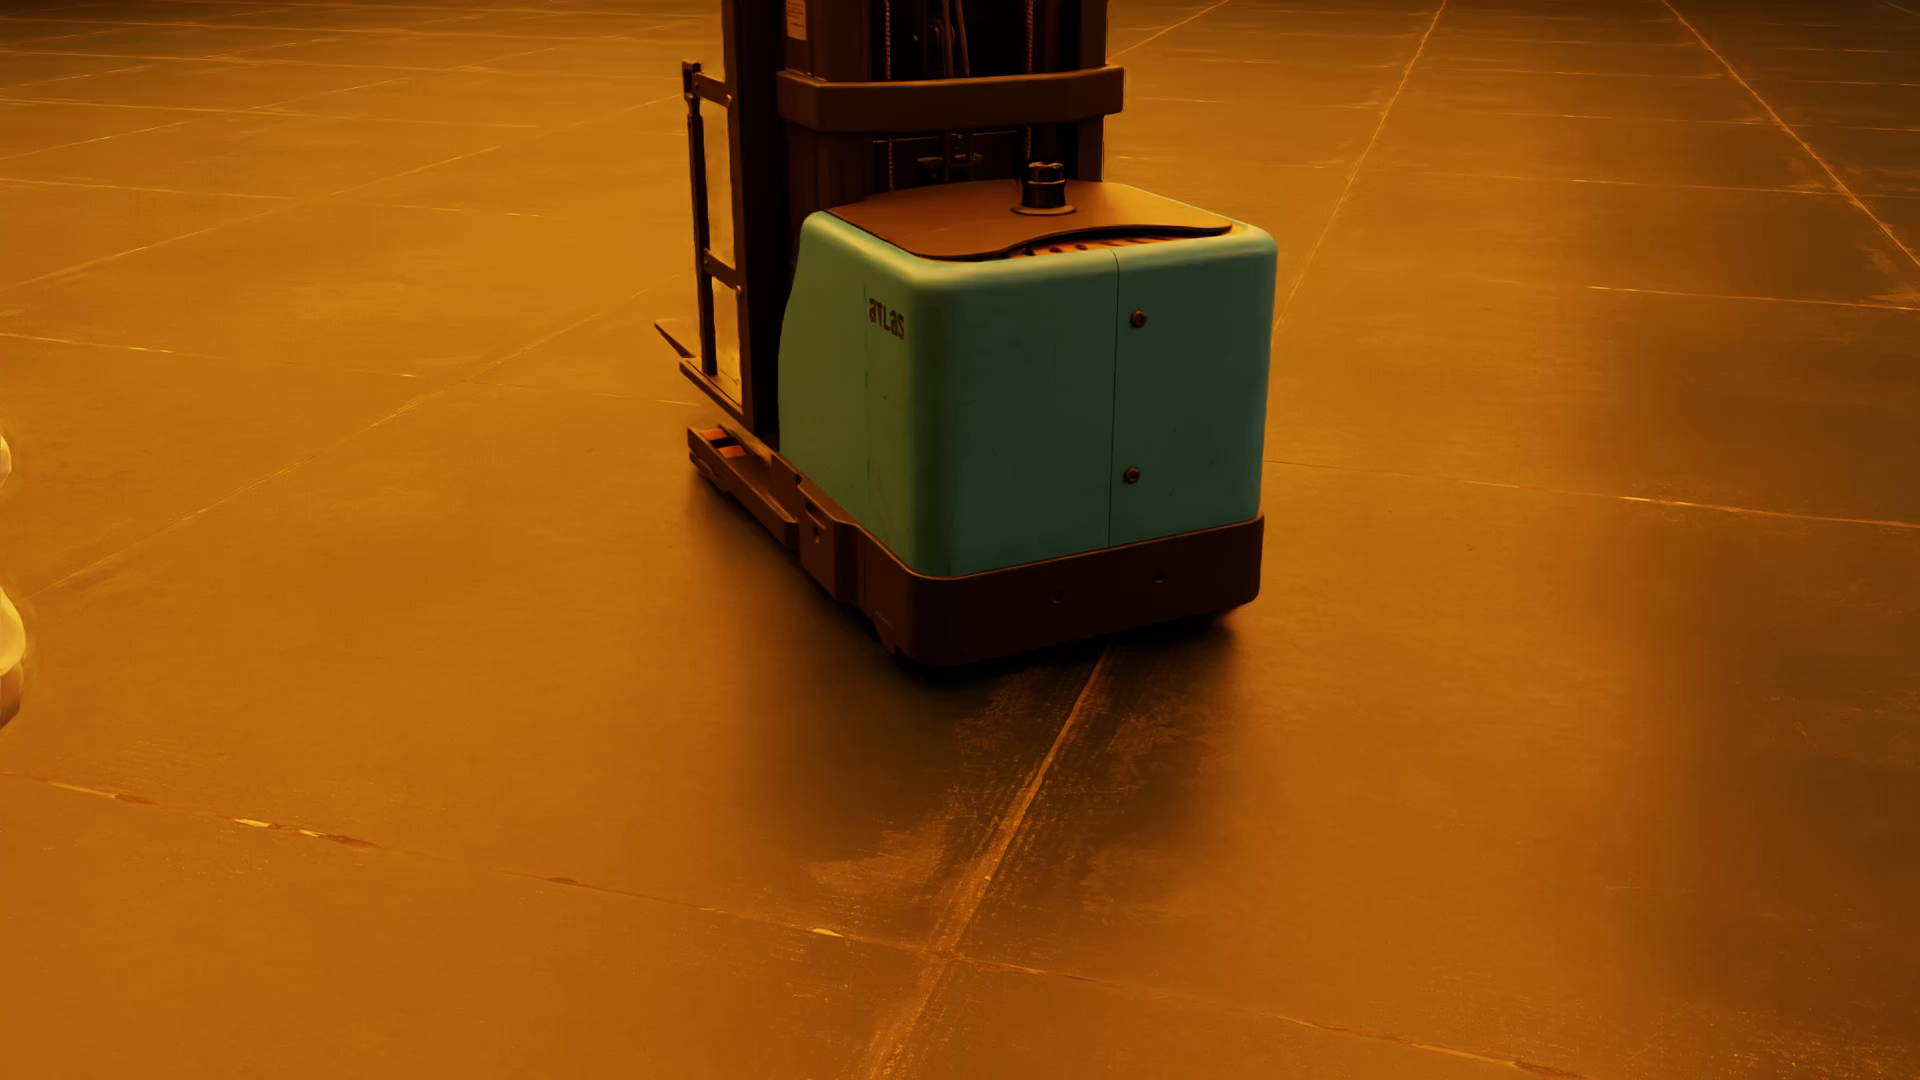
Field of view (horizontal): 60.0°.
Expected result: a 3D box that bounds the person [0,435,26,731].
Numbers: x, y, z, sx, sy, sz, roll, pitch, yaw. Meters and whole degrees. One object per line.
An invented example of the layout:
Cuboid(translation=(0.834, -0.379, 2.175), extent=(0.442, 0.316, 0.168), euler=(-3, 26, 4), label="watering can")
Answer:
Cuboid(translation=(-1.743, 0.253, 2.444), extent=(0.650, 1.613, 0.729), euler=(3, 23, 8), label="person")

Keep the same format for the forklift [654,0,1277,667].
Cuboid(translation=(-0.268, -1.564, 5.069), extent=(1.130, 2.935, 3.031), euler=(-10, 25, -24), label="forklift")
